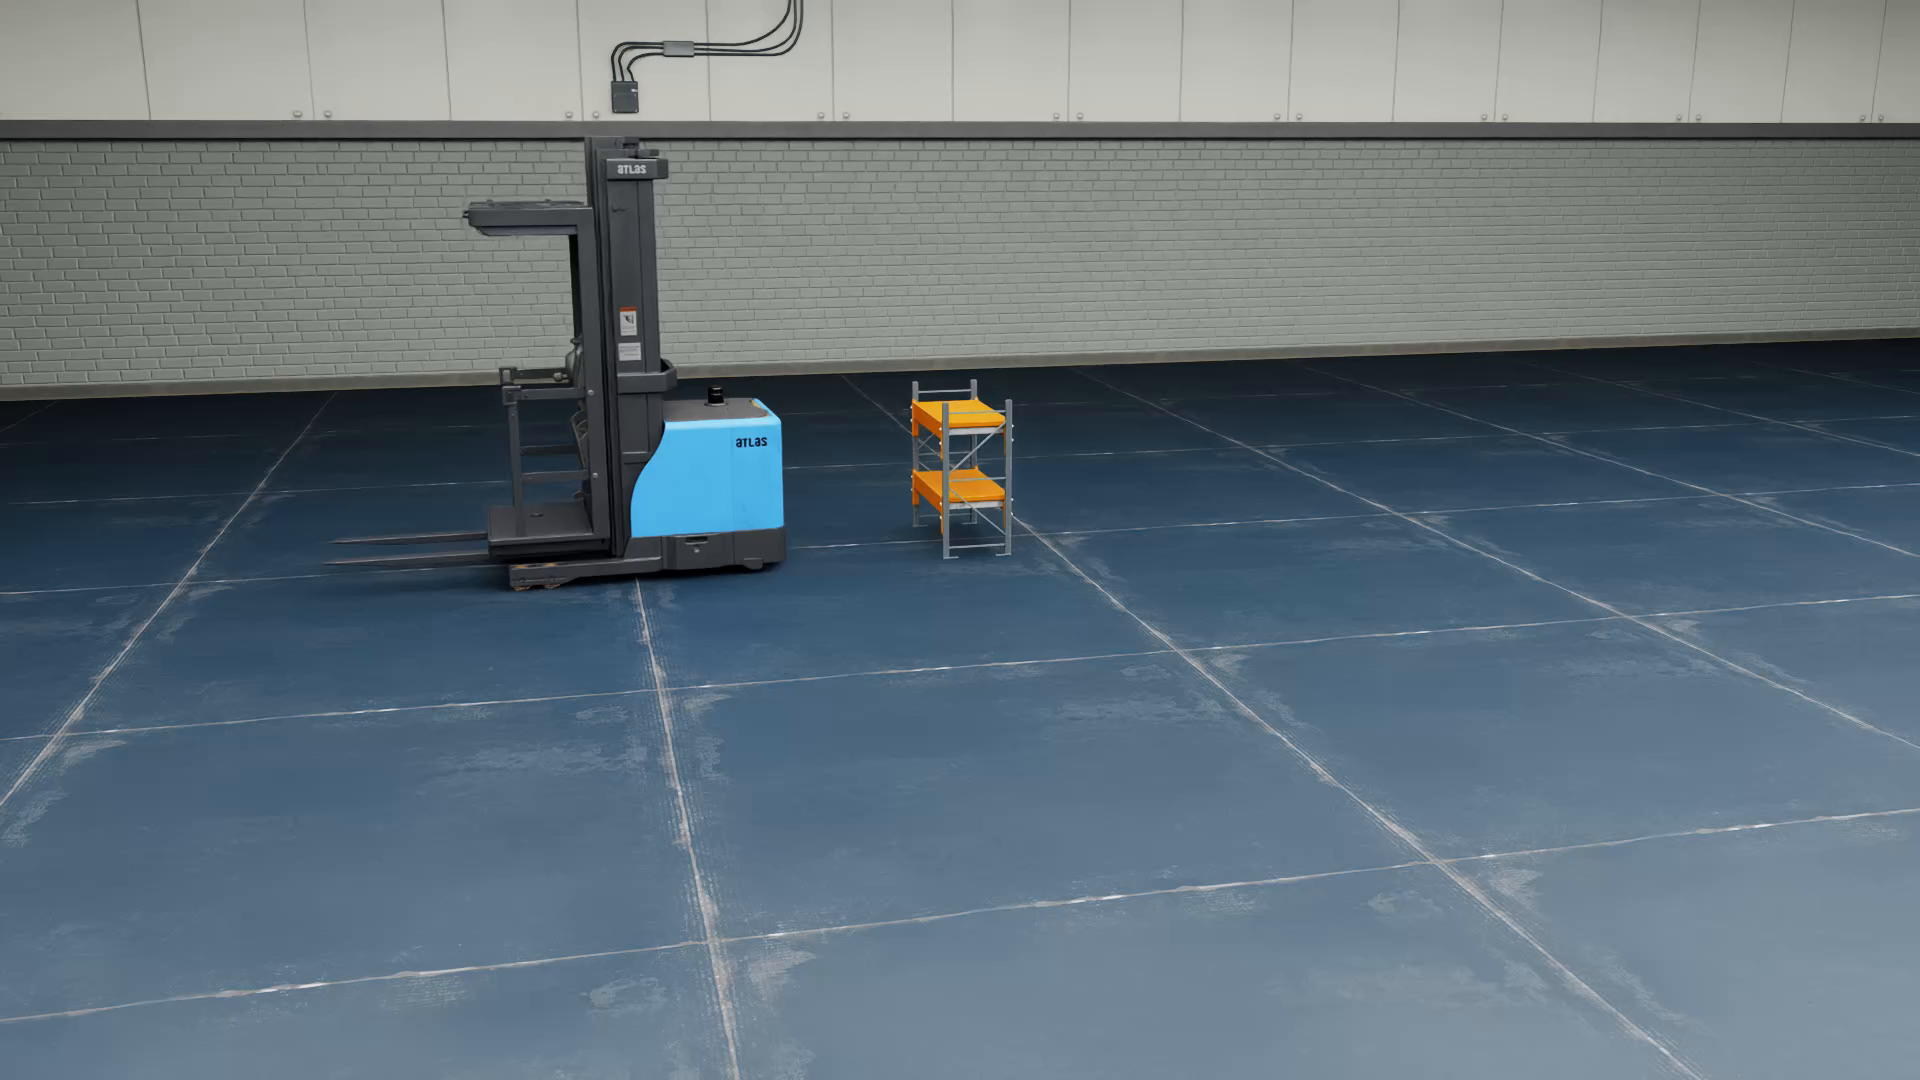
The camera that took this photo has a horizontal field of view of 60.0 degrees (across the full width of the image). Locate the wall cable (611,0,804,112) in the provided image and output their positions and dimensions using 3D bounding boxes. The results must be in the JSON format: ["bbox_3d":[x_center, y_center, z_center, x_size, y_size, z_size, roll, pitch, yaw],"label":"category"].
[{"bbox_3d":[-2.987,-8.042,19.216,2.305,6.003,0.169,-3,14,-13],"label":"wall cable"}]

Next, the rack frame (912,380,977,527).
[{"bbox_3d":[-0.118,-0.662,12.767,0.500,1.125,0.032,-3,14,-13],"label":"rack frame"}]

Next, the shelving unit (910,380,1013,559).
[{"bbox_3d":[0.002,-0.545,12.287,0.538,1.125,1.048,-3,14,-13],"label":"shelving unit"}]

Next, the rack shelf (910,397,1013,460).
[{"bbox_3d":[0.002,-0.829,12.218,0.538,0.278,1.000,-3,14,-13],"label":"rack shelf"}]

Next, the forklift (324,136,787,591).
[{"bbox_3d":[-2.785,-1.227,11.274,3.031,2.935,1.130,-4,14,-15],"label":"forklift"}]

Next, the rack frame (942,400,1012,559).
[{"bbox_3d":[0.121,-0.428,11.807,0.500,1.125,0.032,-3,14,-13],"label":"rack frame"}]

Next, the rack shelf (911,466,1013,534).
[{"bbox_3d":[0.002,-0.307,12.345,0.538,0.278,1.000,-3,14,-13],"label":"rack shelf"}]
